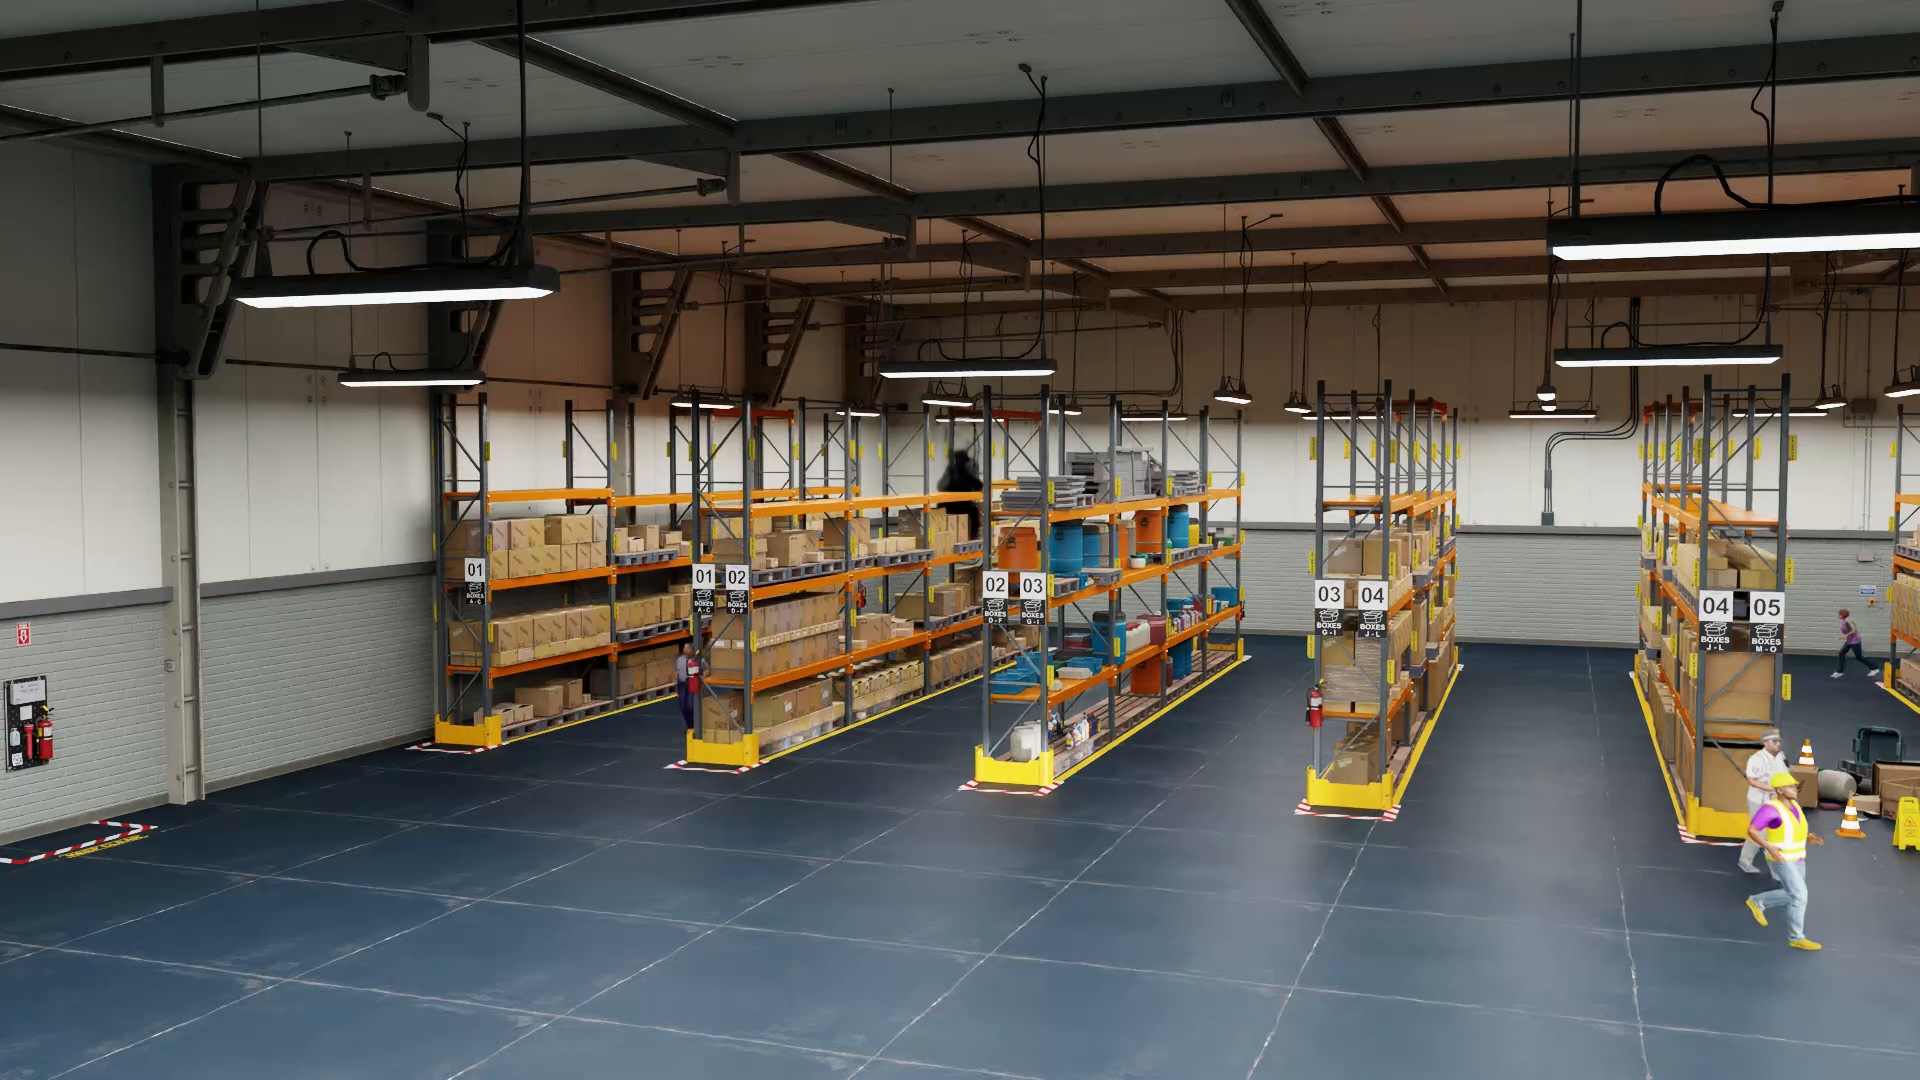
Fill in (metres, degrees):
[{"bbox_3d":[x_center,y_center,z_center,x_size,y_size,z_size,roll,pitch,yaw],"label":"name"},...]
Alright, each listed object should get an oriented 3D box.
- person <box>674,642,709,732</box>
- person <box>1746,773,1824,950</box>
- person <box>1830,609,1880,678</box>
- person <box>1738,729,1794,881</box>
[{"bbox_3d":[-4.802,2.638,29.329,0.588,1.622,0.590,1,3,15],"label":"person"},{"bbox_3d":[8.367,3.232,16.910,0.714,1.739,0.846,-2,4,-34],"label":"person"},{"bbox_3d":[19.653,2.242,36.505,0.957,1.467,0.556,1,3,17],"label":"person"},{"bbox_3d":[9.475,3.111,19.432,0.676,1.855,0.748,-1,3,-19],"label":"person"}]
